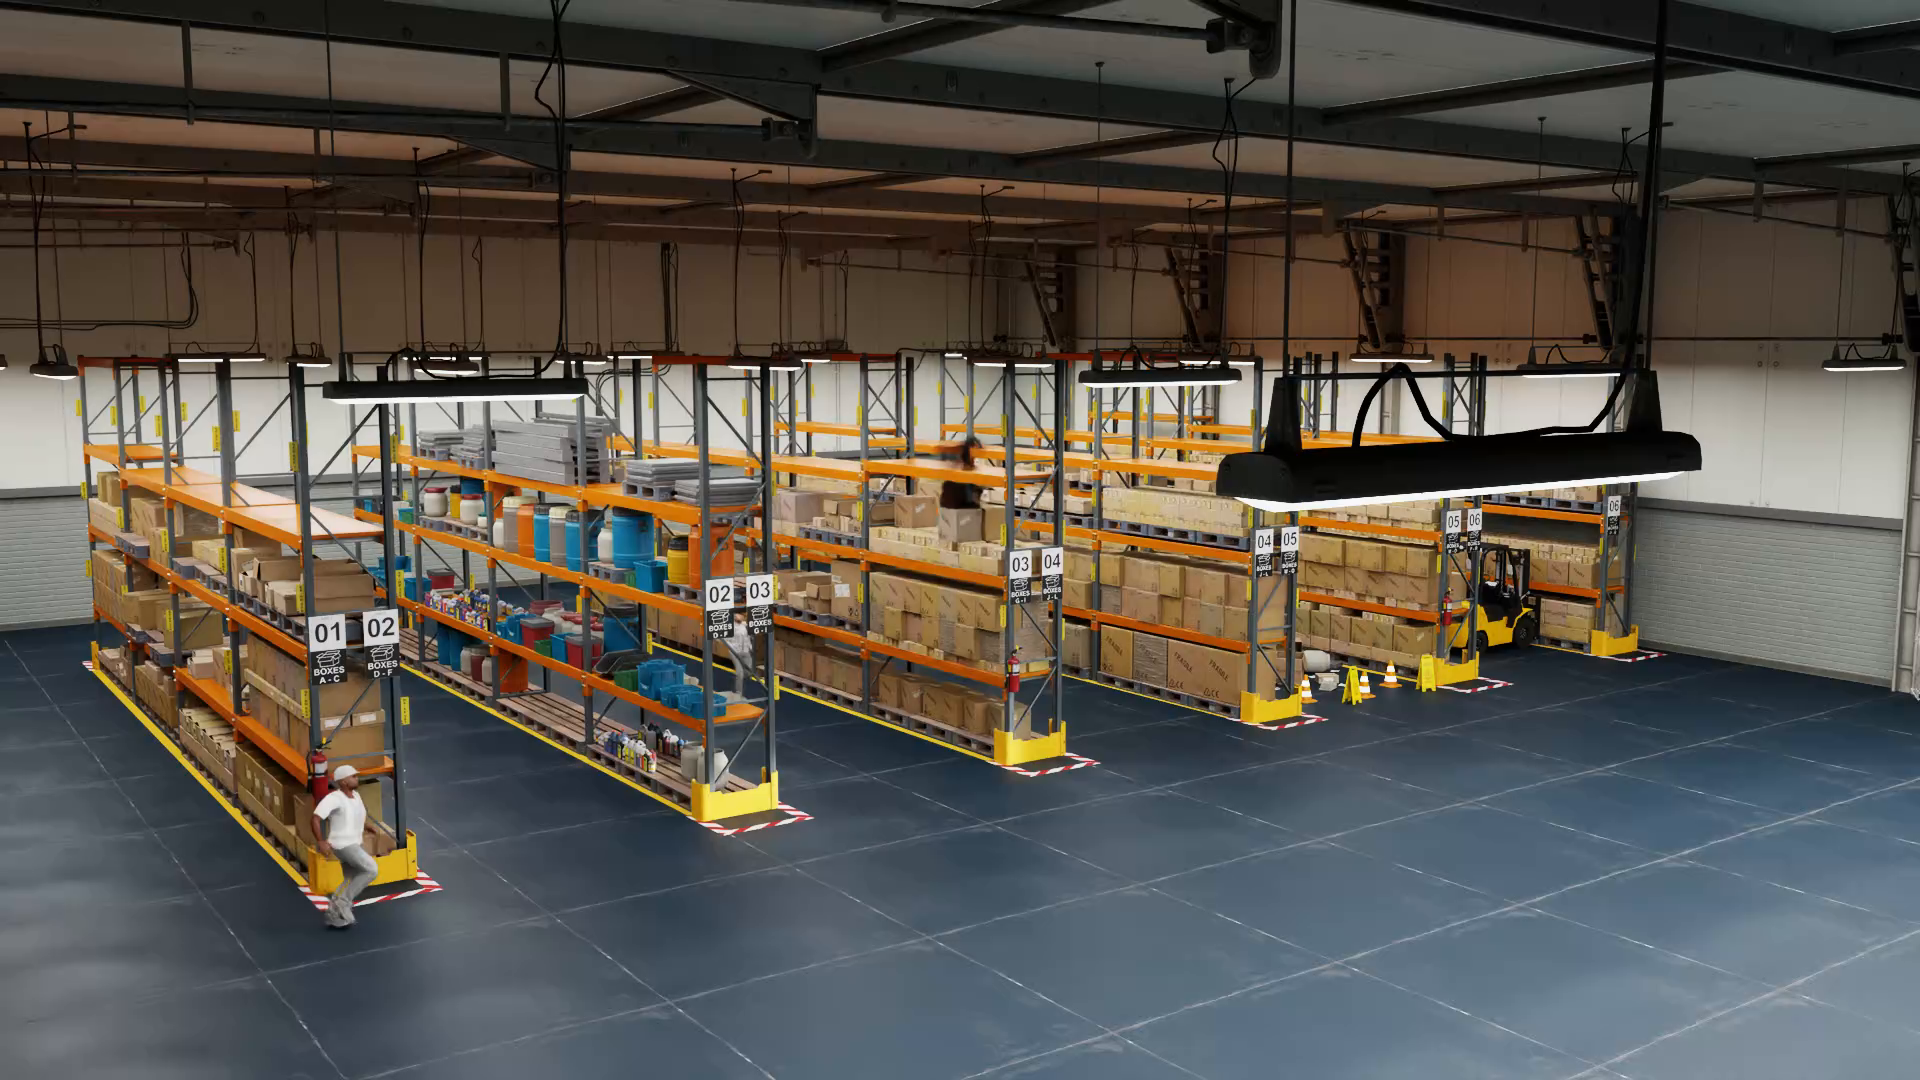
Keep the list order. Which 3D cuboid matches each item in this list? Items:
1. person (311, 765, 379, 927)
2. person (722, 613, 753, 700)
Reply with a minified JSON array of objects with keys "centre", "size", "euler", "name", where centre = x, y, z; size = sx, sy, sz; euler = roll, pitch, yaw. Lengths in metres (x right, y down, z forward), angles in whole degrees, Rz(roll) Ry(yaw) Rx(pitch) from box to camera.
[{"centre":[-6.598,3.296,18.035],"size":[0.633,1.697,0.730],"euler":[0,7,1],"name":"person"},{"centre":[-3.861,1.979,29.178],"size":[0.612,1.648,0.571],"euler":[-5,9,-36],"name":"person"}]
